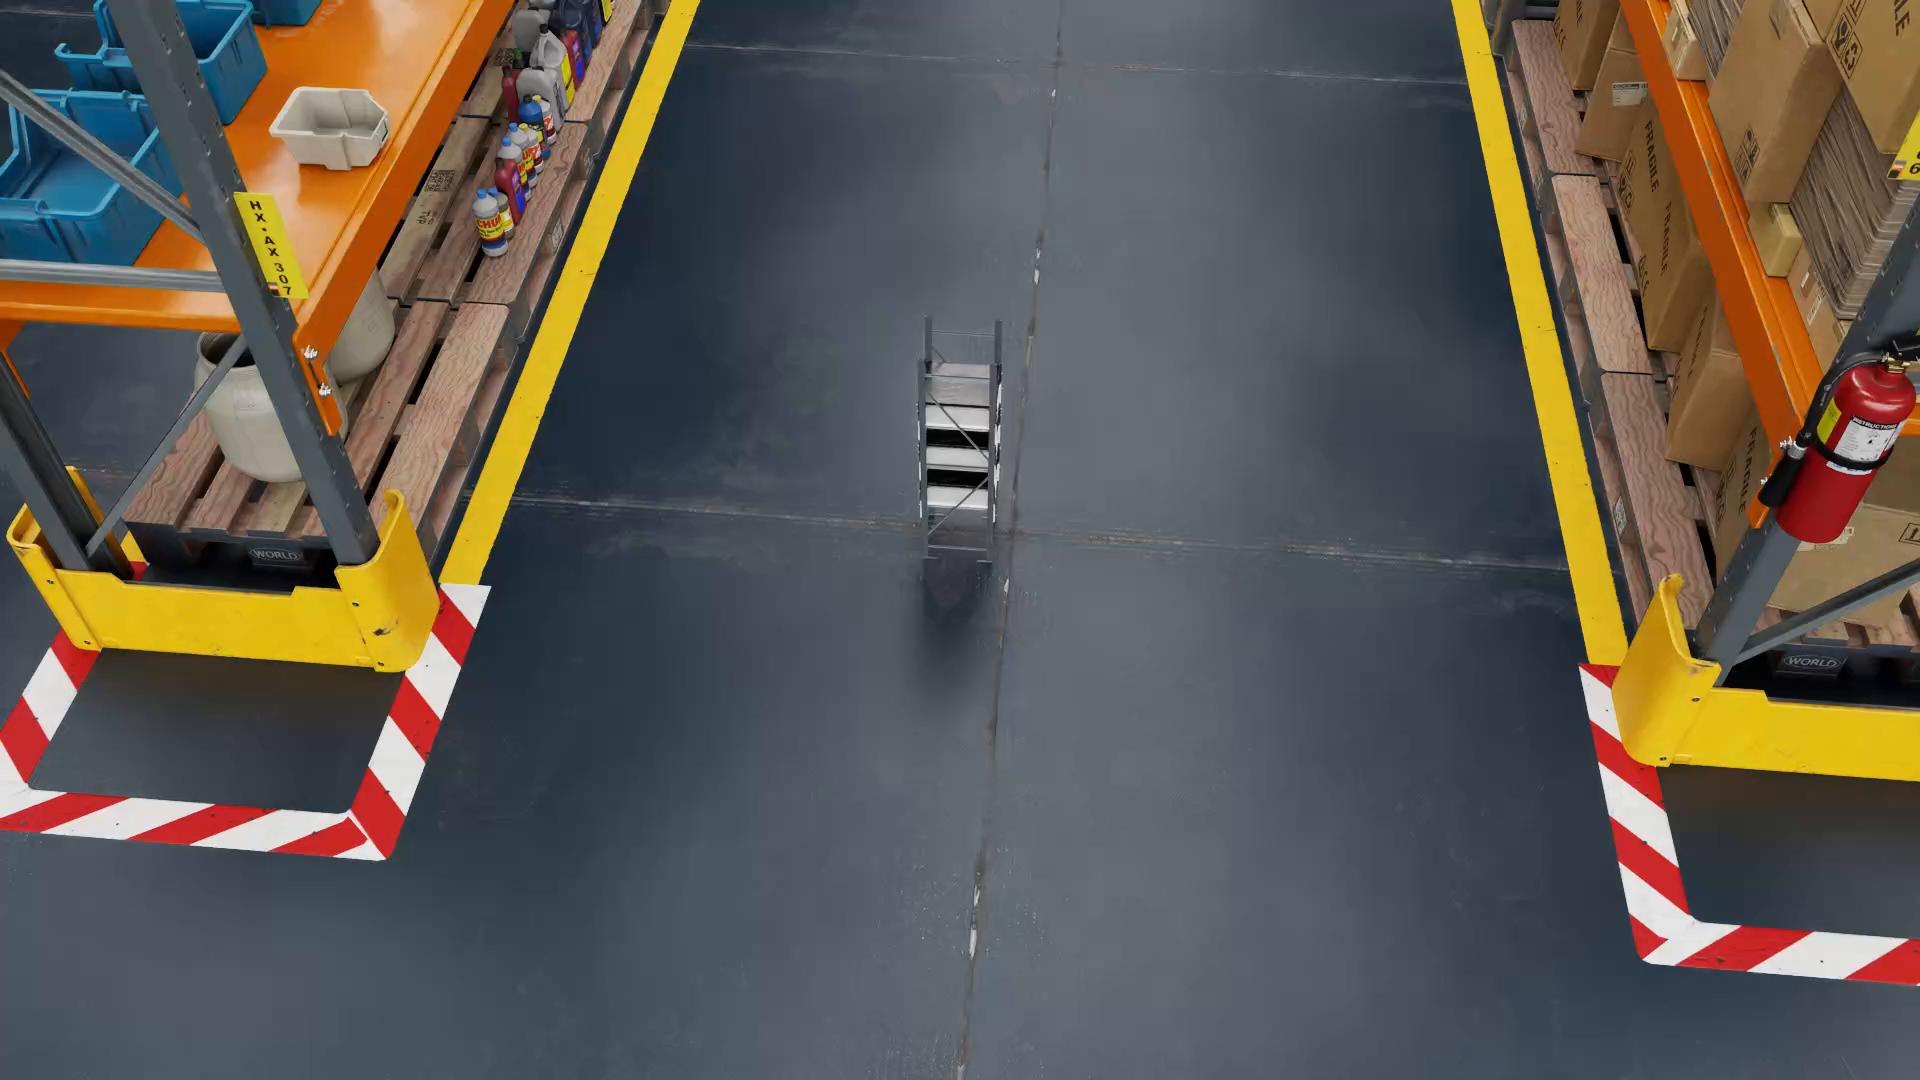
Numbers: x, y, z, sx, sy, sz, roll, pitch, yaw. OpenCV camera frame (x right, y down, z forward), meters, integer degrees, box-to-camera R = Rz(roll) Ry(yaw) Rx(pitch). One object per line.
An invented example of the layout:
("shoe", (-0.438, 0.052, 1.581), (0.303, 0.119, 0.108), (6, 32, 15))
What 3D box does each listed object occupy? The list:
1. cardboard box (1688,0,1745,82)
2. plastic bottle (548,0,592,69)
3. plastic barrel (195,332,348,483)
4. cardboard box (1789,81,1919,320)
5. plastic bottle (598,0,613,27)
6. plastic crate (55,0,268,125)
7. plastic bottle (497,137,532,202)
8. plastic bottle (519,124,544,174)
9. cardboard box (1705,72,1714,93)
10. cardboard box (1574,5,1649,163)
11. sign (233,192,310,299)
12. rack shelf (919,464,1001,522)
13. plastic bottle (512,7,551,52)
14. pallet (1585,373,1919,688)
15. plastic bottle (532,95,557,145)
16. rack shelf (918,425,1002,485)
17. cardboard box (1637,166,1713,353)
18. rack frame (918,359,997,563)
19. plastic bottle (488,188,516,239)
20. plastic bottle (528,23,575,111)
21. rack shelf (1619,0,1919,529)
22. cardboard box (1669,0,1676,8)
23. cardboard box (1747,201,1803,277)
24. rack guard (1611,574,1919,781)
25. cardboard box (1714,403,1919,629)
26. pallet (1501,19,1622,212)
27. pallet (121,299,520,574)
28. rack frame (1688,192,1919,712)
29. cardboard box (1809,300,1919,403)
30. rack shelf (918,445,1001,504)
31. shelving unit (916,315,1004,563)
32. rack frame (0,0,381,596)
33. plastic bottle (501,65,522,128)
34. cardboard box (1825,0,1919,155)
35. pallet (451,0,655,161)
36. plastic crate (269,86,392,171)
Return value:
("cardboard box", (2.737, -1.632, 4.941), (0.875, 0.500, 0.500), (4, 48, 4))
("plastic bottle", (-1.712, -2.249, 7.271), (0.144, 0.351, 0.185), (2, 48, 2))
("plastic barrel", (-2.303, -0.480, 5.557), (0.421, 0.512, 0.421), (0, 48, 0))
("cardboard box", (2.723, -0.892, 4.264), (0.875, 0.500, 0.500), (4, 48, 4))
("plastic bottle", (-1.638, -2.484, 7.532), (0.061, 0.283, 0.133), (6, 48, 5))
("plastic crate", (-2.475, -1.503, 5.193), (0.499, 0.251, 0.408), (4, 48, 4))
("plastic bottle", (-1.780, -1.480, 6.621), (0.097, 0.271, 0.097), (0, 48, 0))
("plastic bottle", (-1.762, -1.602, 6.781), (0.097, 0.201, 0.097), (0, 48, 0))
("cardboard box", (2.563, -1.414, 5.181), (0.380, 0.149, 0.250), (4, 48, 4))
("cardboard box", (2.889, -1.881, 6.847), (0.500, 0.500, 0.500), (18, 50, 16))
("sign", (-1.740, -0.742, 4.208), (0.100, 0.325, 0.005), (4, 48, 4))
("rack shelf", (0.001, -0.166, 5.581), (0.258, 0.077, 0.200), (4, 48, 4))
("plastic bottle", (-1.862, -2.215, 7.291), (0.152, 0.276, 0.135), (4, 48, 4))
("pallet", (2.761, -0.065, 5.667), (1.003, 0.211, 1.213), (4, 48, 4))
("plastic bottle", (-1.744, -1.754, 6.919), (0.097, 0.201, 0.097), (0, 48, 0))
("rack shelf", (0.001, -0.287, 5.448), (0.258, 0.077, 0.200), (4, 48, 4))
("cardboard box", (2.815, -1.012, 6.052), (0.500, 0.500, 0.500), (8, 48, 7))
("rack frame", (-0.009, -0.235, 5.355), (0.240, 0.900, 0.006), (4, 48, 4))
("plastic bottle", (-1.802, -1.280, 6.487), (0.097, 0.201, 0.097), (0, 48, 0))
("plastic bottle", (-1.741, -2.012, 7.054), (0.144, 0.351, 0.185), (4, 48, 3))
("rack shelf", (2.827, -1.583, 5.652), (1.077, 0.370, 4.000), (4, 48, 4))
("cardboard box", (2.590, -1.783, 5.518), (0.380, 0.149, 0.250), (4, 48, 4))
("cardboard box", (2.460, -0.865, 4.679), (0.380, 0.149, 0.250), (4, 48, 4))
("rack guard", (2.652, 0.432, 5.016), (1.175, 0.500, 0.348), (4, 48, 4))
("cardboard box", (2.719, -0.112, 5.229), (0.500, 0.500, 0.500), (12, 49, 11))
("pallet", (2.984, -1.858, 7.306), (1.003, 0.211, 1.213), (4, 48, 4))
("pallet", (-2.248, -0.403, 5.976), (1.003, 0.211, 1.213), (4, 48, 4))
("rack frame", (2.645, -0.356, 4.043), (1.000, 3.000, 0.127), (4, 48, 4))
("cardboard box", (2.465, -0.494, 4.340), (0.380, 0.149, 0.250), (4, 48, 4))
("rack shelf", (0.001, -0.226, 5.514), (0.258, 0.077, 0.200), (4, 48, 4))
("shelving unit", (0.001, -0.310, 5.423), (0.258, 0.900, 0.210), (4, 48, 4))
("rack frame", (-2.287, -0.689, 4.347), (1.000, 3.000, 0.127), (4, 48, 4))
("plastic bottle", (-1.866, -1.877, 6.976), (0.061, 0.283, 0.133), (4, 48, 4))
("cardboard box", (2.449, -1.248, 3.912), (0.500, 0.500, 0.500), (4, 48, 4))
("pallet", (-2.025, -2.196, 7.616), (1.003, 0.211, 1.213), (4, 48, 4))
("plastic crate", (-1.885, -1.236, 5.026), (0.298, 0.136, 0.250), (4, 48, 4))
